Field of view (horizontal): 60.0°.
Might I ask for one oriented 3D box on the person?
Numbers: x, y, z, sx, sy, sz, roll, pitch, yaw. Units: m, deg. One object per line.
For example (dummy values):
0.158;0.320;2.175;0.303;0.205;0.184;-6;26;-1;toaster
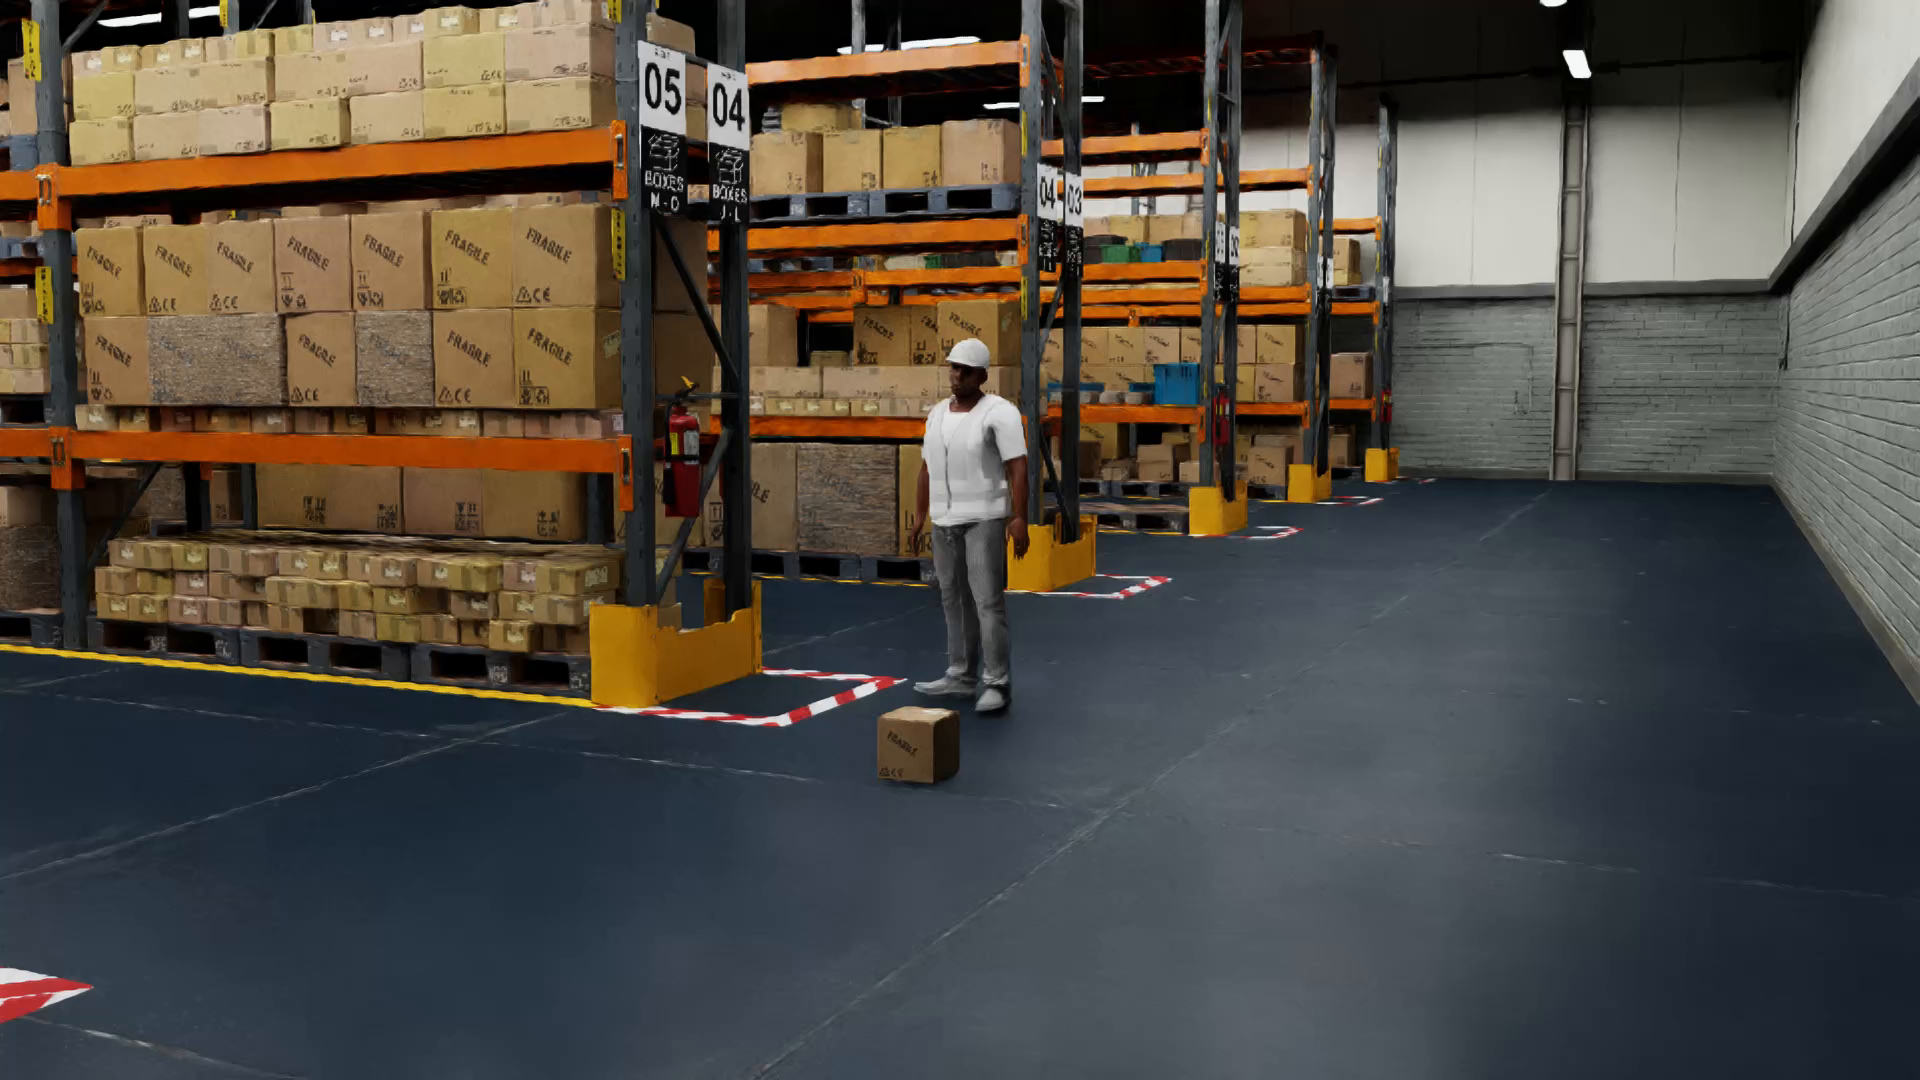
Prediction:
0.041;-0.083;8.041;0.683;1.764;0.383;5;7;42;person
